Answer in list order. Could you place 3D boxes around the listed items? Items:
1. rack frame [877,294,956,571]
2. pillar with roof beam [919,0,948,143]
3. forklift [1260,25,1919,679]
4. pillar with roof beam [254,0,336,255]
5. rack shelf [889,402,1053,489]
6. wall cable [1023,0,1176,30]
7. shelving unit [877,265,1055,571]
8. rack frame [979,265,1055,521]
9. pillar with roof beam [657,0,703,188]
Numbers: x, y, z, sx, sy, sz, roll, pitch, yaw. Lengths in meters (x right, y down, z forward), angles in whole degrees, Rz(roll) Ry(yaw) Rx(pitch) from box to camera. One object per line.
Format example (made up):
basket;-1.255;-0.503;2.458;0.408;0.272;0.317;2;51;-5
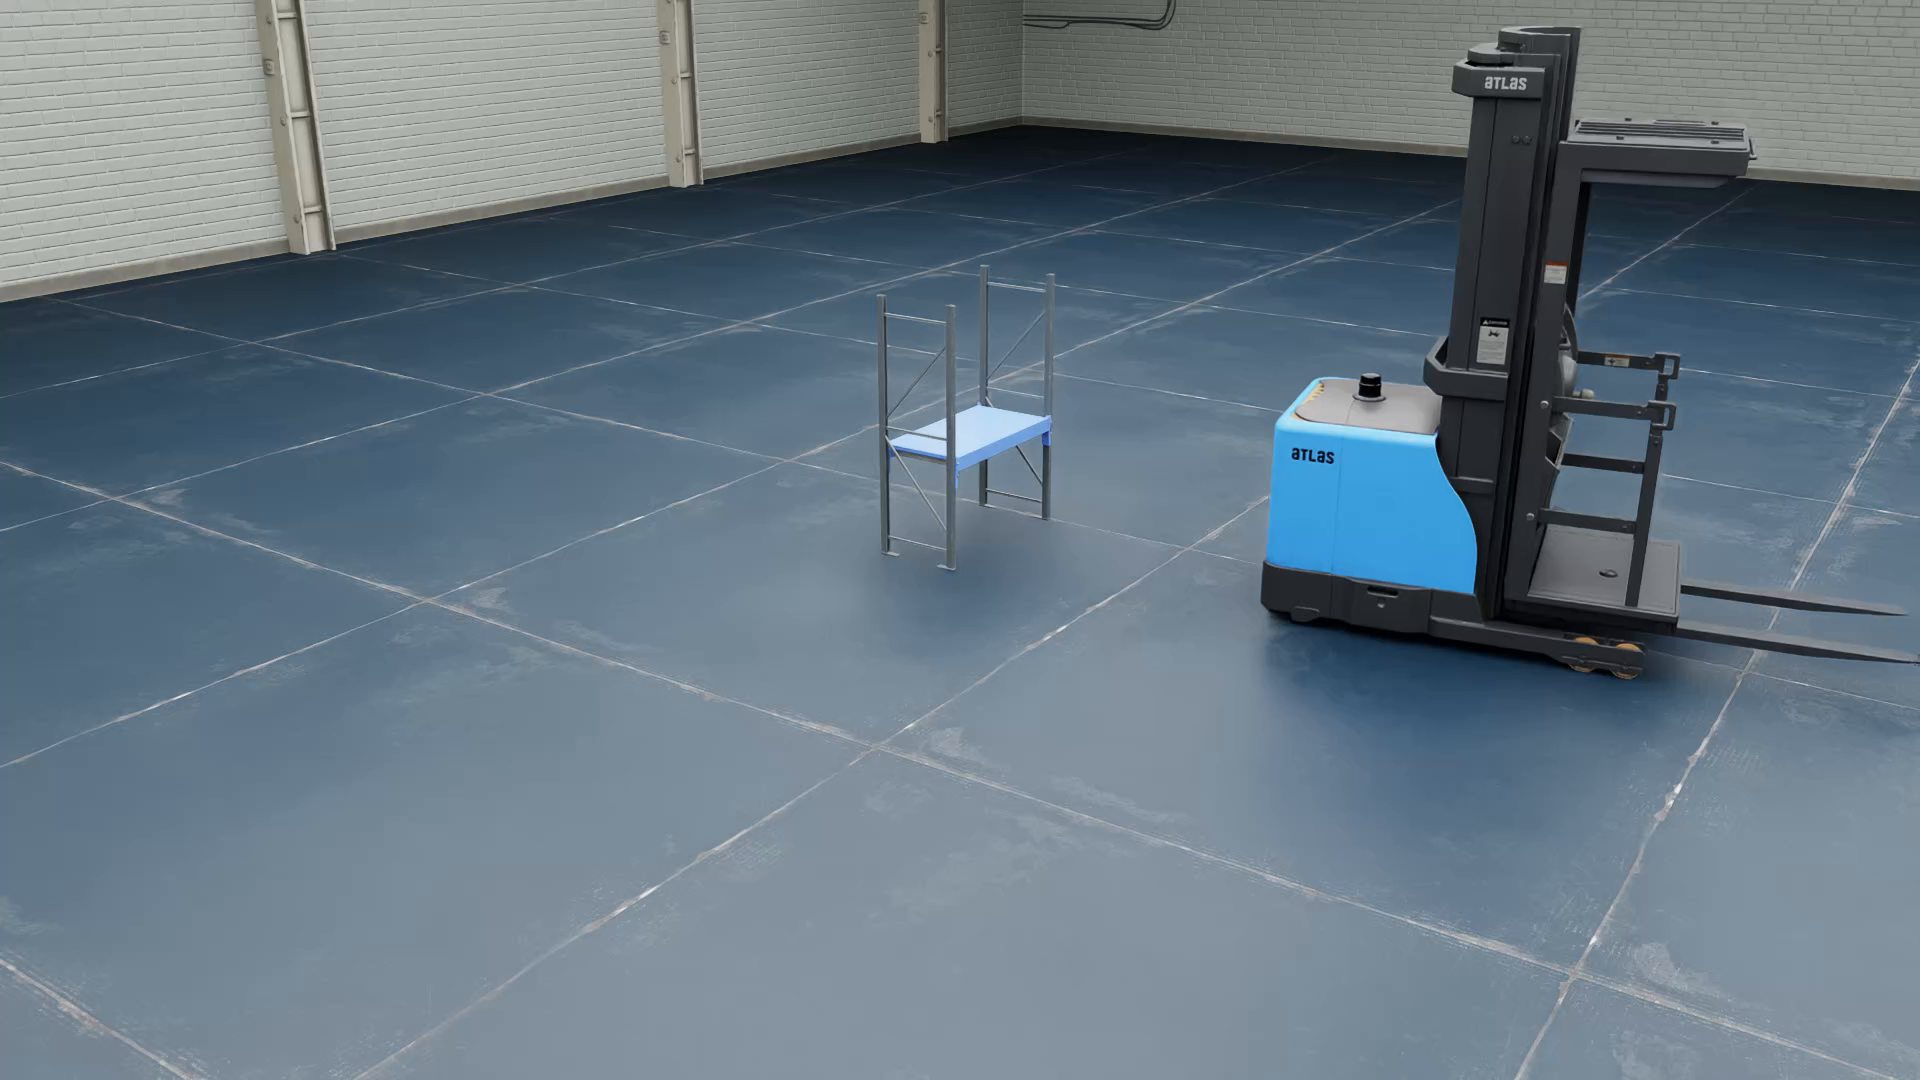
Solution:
rack frame;-0.238;-0.582;9.177;0.500;1.500;0.032;13;24;32
pillar with roof beam;3.125;-10.036;23.926;9.100;9.000;0.400;13;24;32
forklift;3.133;-0.919;8.024;3.031;2.935;1.130;8;22;22
pillar with roof beam;-3.621;-6.593;14.617;9.100;9.000;0.400;13;24;32
rack shelf;0.048;-0.559;9.633;0.538;0.185;1.000;13;24;32
wall cable;2.314;-10.007;28.322;3.097;2.526;0.112;13;24;32
shelving unit;0.048;-0.728;9.571;0.538;1.500;1.048;13;24;32
rack frame;0.334;-0.874;9.965;0.500;1.500;0.032;13;24;32
pillar with roof beam;-0.248;-8.314;19.271;9.100;9.000;0.400;13;24;32
